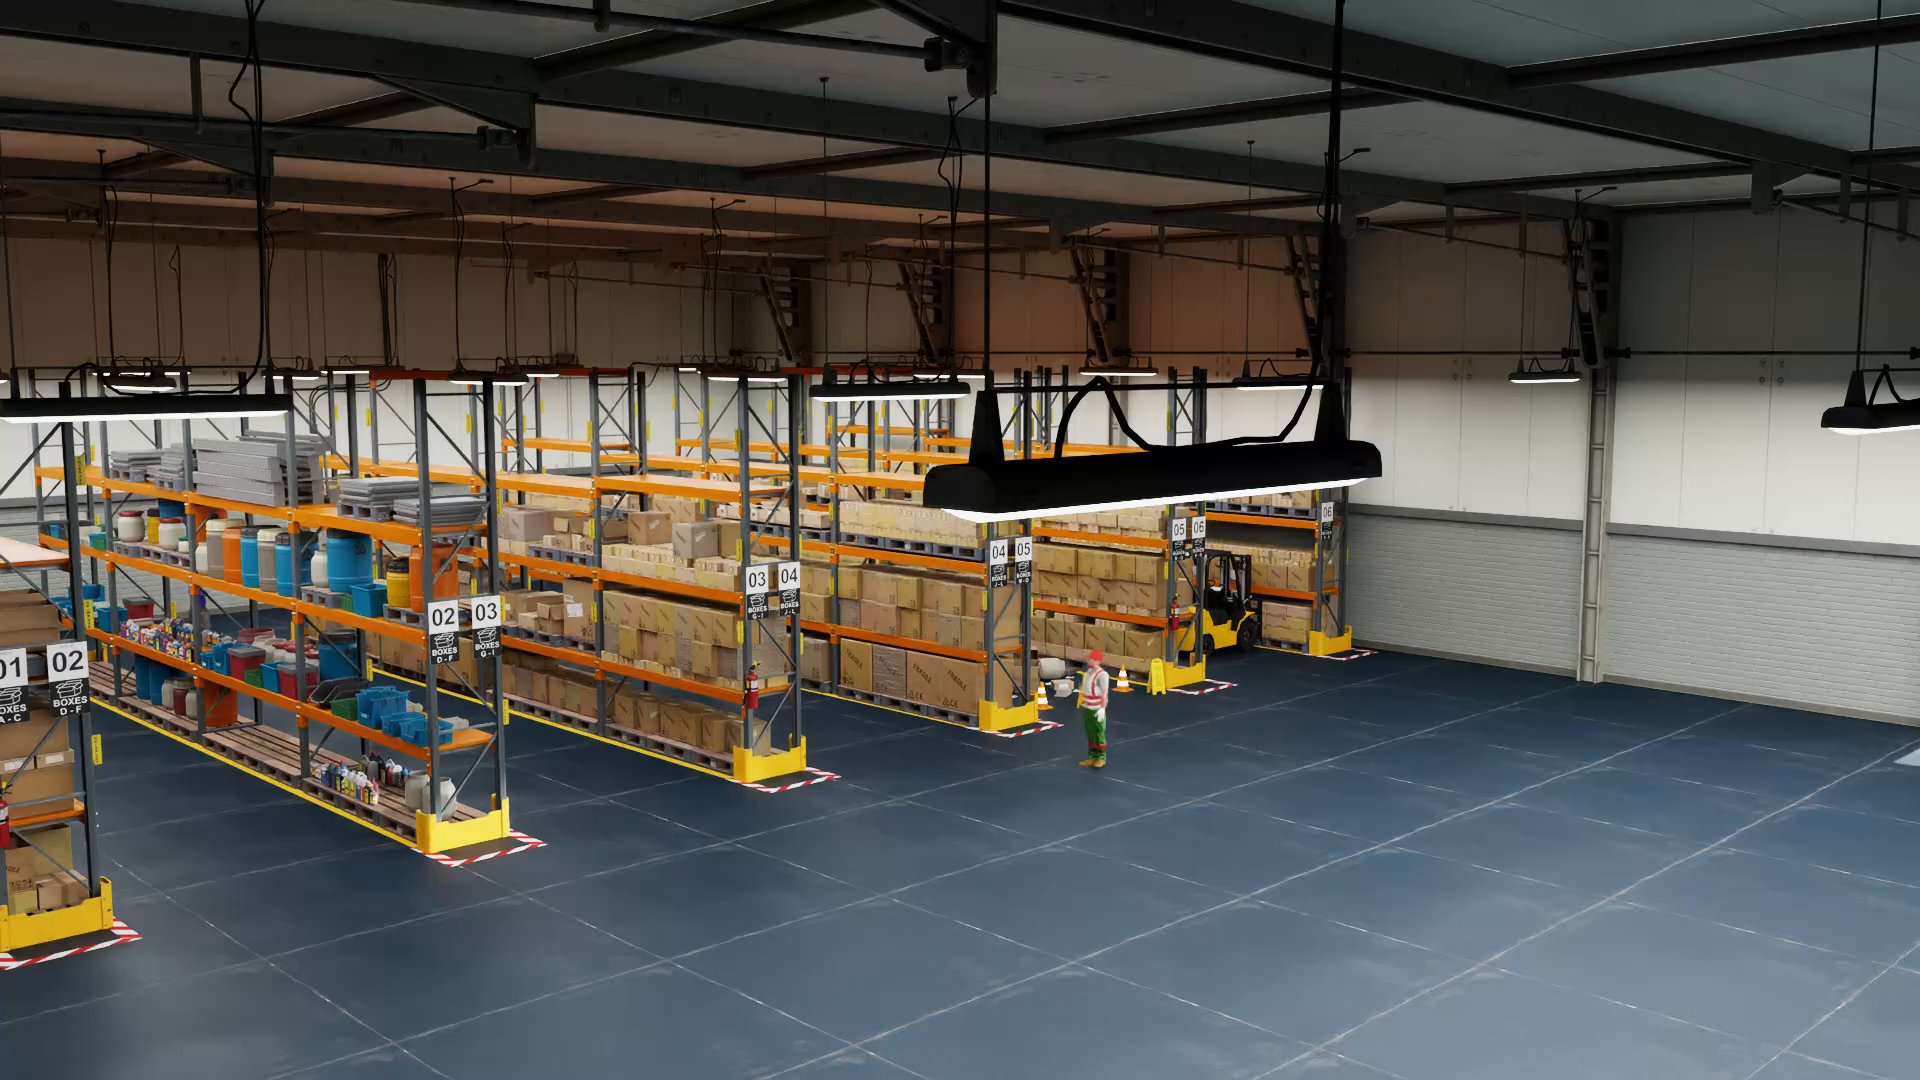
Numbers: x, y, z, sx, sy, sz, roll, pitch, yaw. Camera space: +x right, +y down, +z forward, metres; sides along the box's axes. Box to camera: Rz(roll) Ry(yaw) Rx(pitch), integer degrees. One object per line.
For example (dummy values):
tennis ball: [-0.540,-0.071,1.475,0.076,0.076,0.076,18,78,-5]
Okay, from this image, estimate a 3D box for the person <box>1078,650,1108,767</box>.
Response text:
person: [2.056,2.580,25.420,0.364,1.812,0.615,-5,8,-35]

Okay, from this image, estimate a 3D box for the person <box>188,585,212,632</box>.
person: [-16.212,1.525,35.400,0.983,1.613,0.386,4,8,34]
